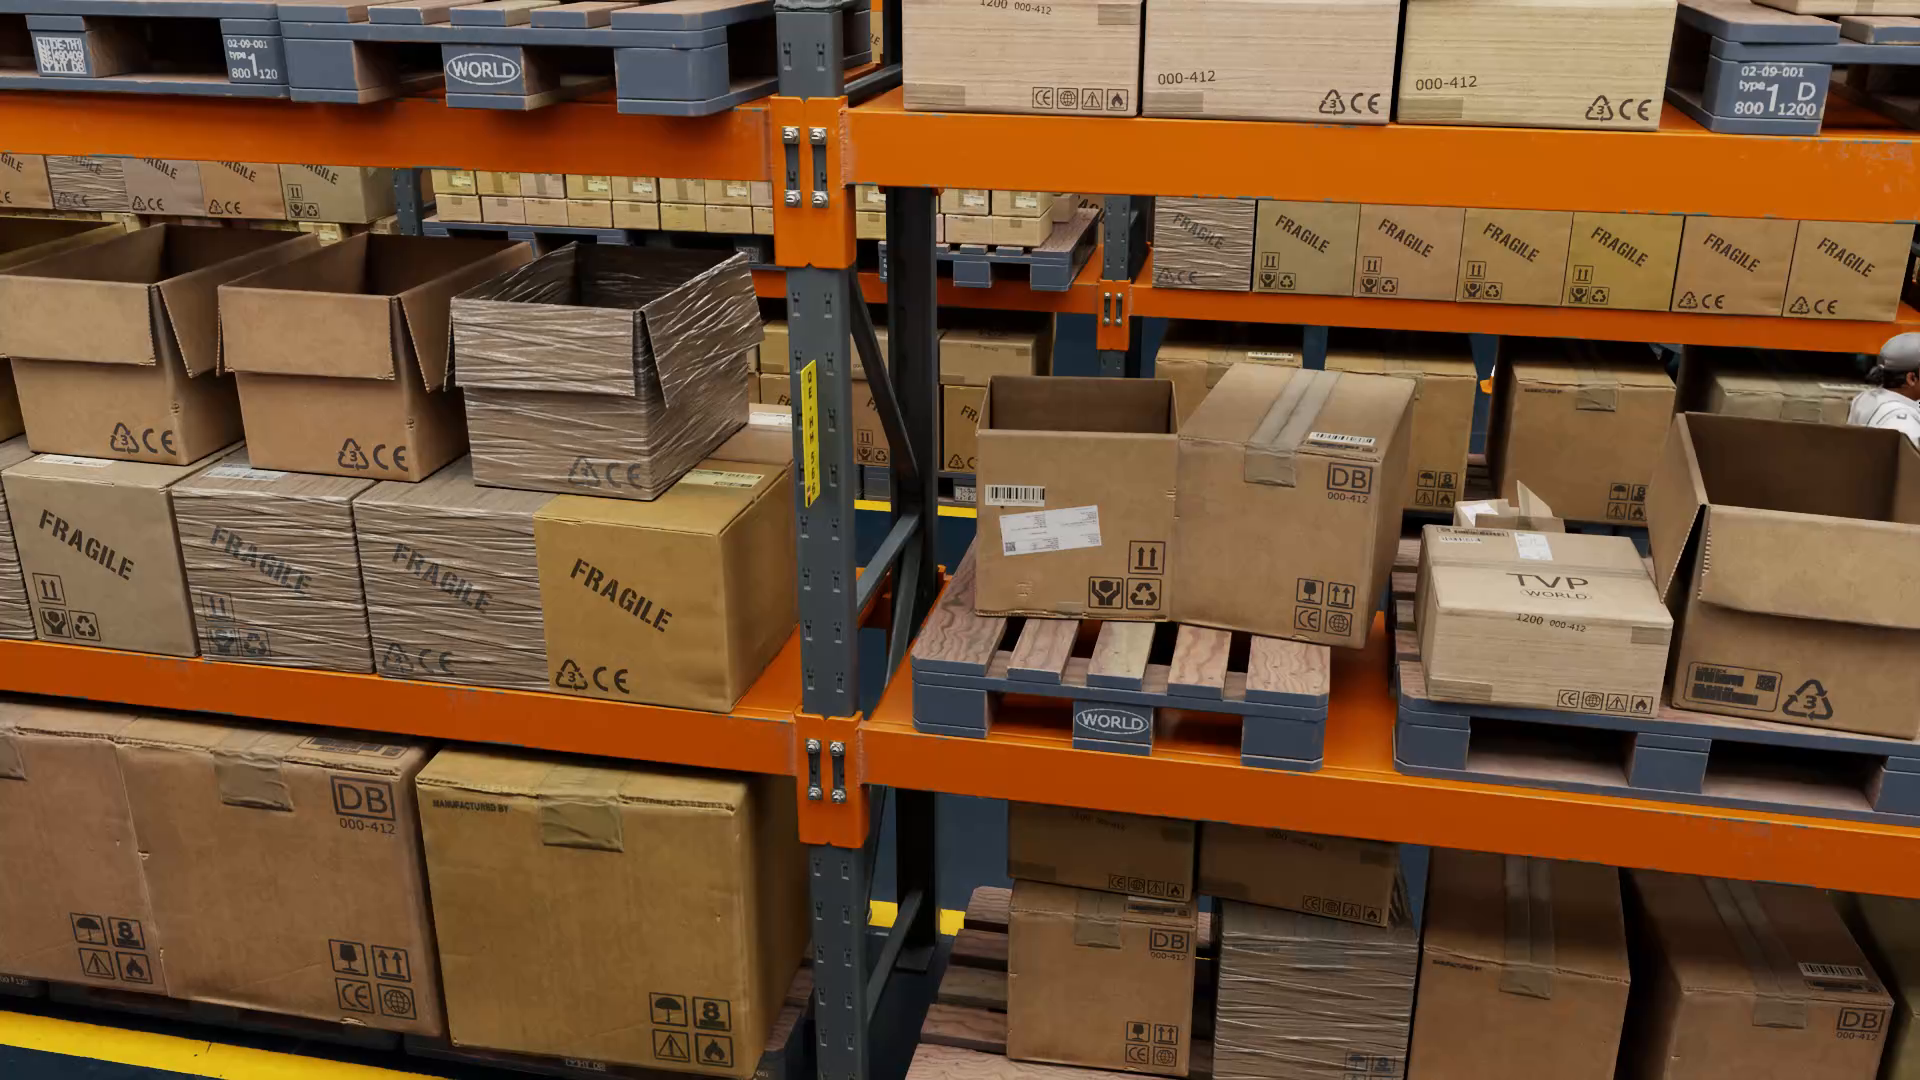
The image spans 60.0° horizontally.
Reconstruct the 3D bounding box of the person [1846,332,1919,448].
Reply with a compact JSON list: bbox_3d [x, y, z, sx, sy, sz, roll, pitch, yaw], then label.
[{"bbox_3d":[3.700,0.018,6.567,0.729,1.698,0.487,7,23,16],"label":"person"}]
